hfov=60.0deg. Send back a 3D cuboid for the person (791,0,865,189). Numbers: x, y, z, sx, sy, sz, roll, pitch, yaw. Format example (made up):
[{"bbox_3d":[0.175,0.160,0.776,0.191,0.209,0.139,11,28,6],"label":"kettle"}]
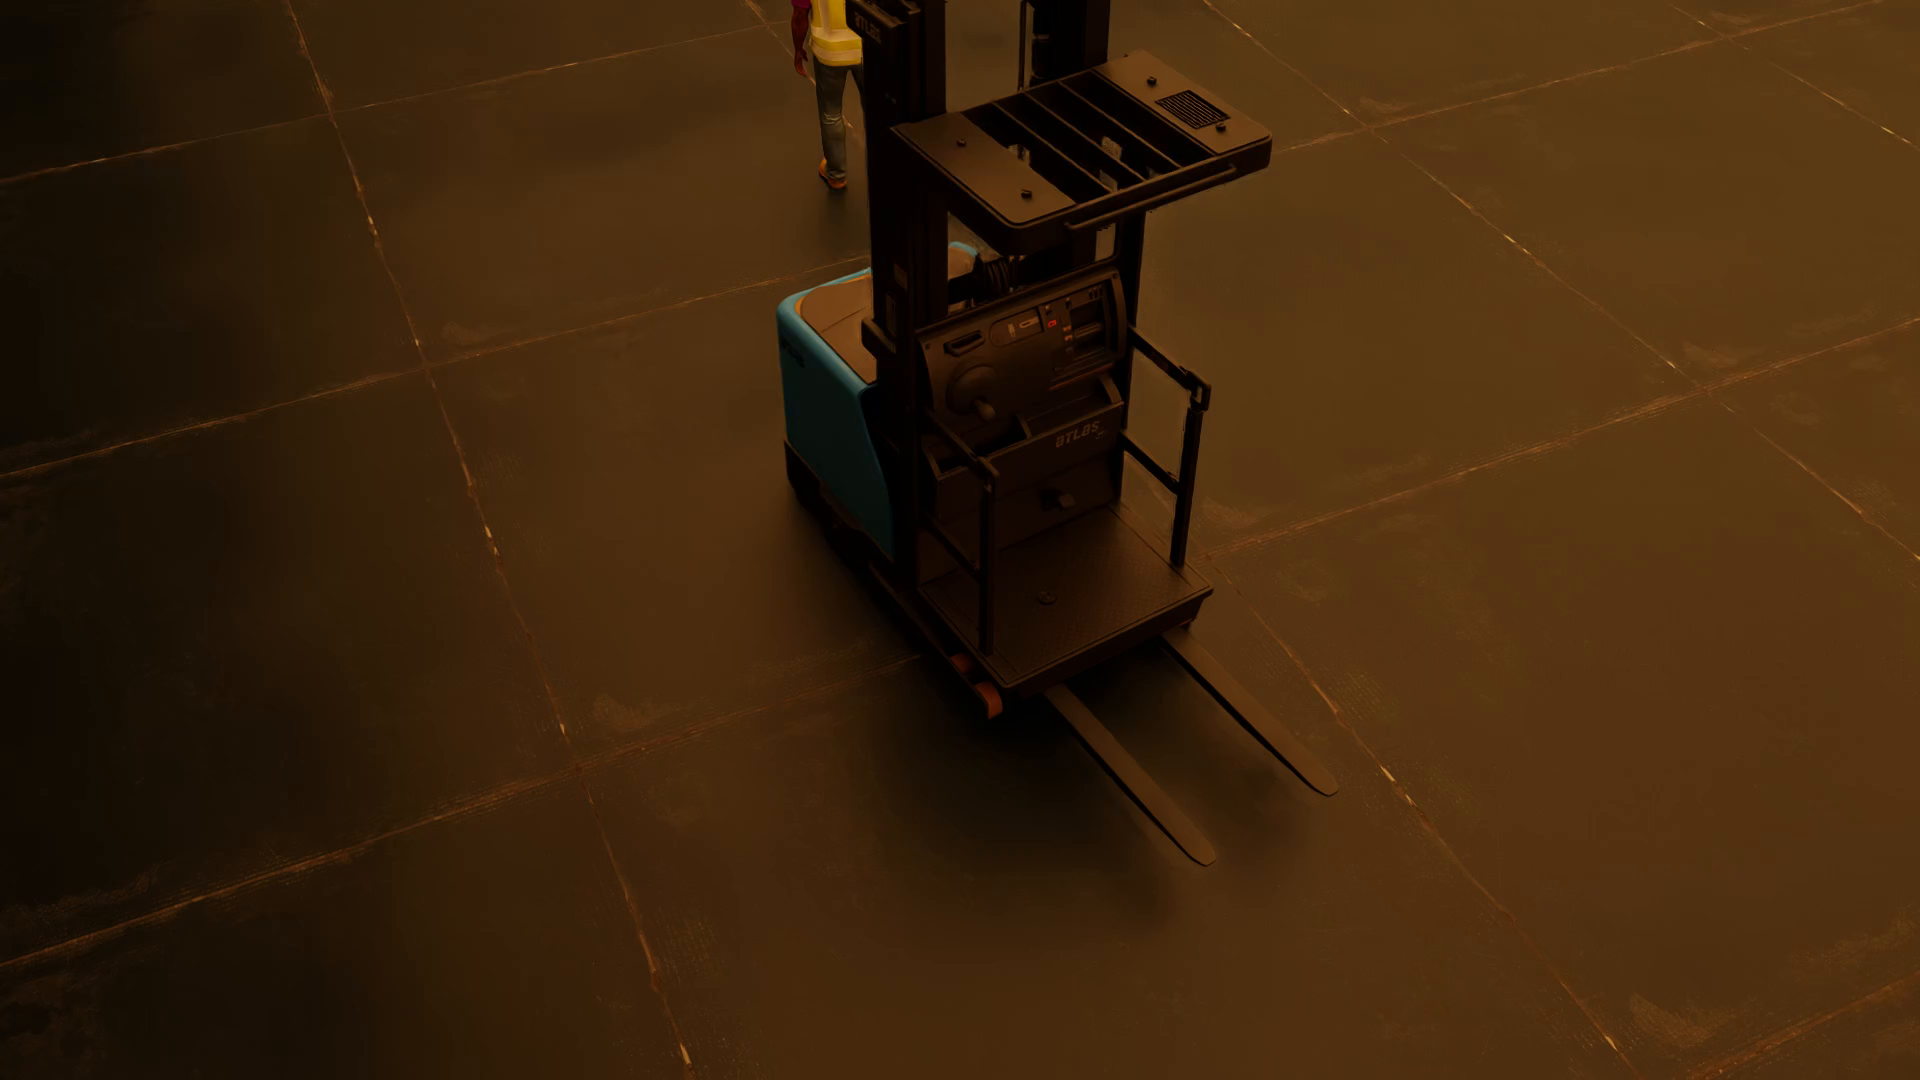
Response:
[{"bbox_3d":[-0.654,-2.876,9.622,0.627,1.761,0.460,-7,43,-7],"label":"person"}]

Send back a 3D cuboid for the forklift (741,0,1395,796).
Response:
[{"bbox_3d":[0.445,-0.788,6.525,3.031,2.935,1.130,32,52,30],"label":"forklift"}]
